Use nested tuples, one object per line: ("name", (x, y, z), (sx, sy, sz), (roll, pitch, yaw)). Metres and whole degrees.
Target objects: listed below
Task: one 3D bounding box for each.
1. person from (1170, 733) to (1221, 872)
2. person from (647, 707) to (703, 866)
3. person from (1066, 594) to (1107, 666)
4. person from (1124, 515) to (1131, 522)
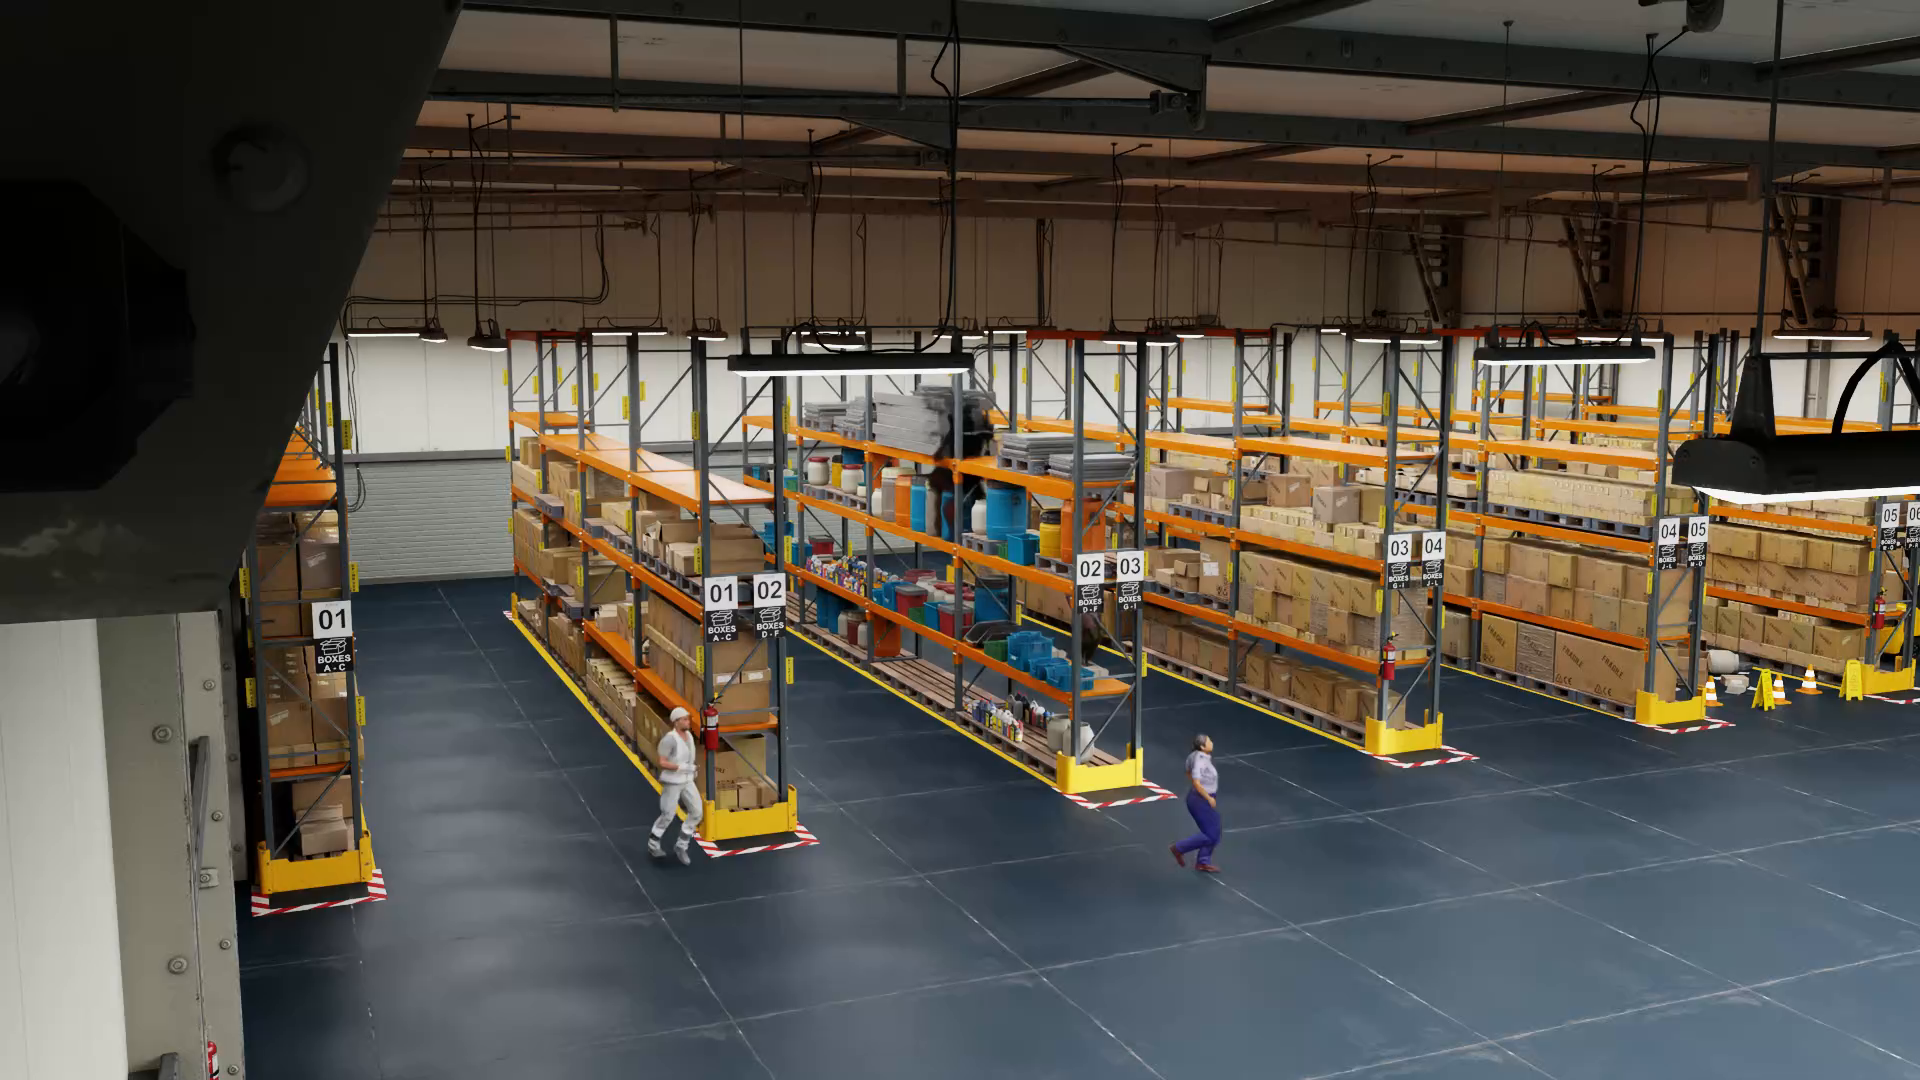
("person", (2.684, 2.990, 18.882), (0.597, 1.617, 0.614), (0, 8, 2))
("person", (-3.261, 2.834, 19.298), (0.706, 1.801, 0.676), (5, 9, 32))
("person", (2.249, 1.324, 28.413), (0.704, 1.733, 0.599), (-5, 9, -35))
("person", (3.827, 0.249, 38.551), (0.601, 1.701, 0.693), (-3, 8, -19))
